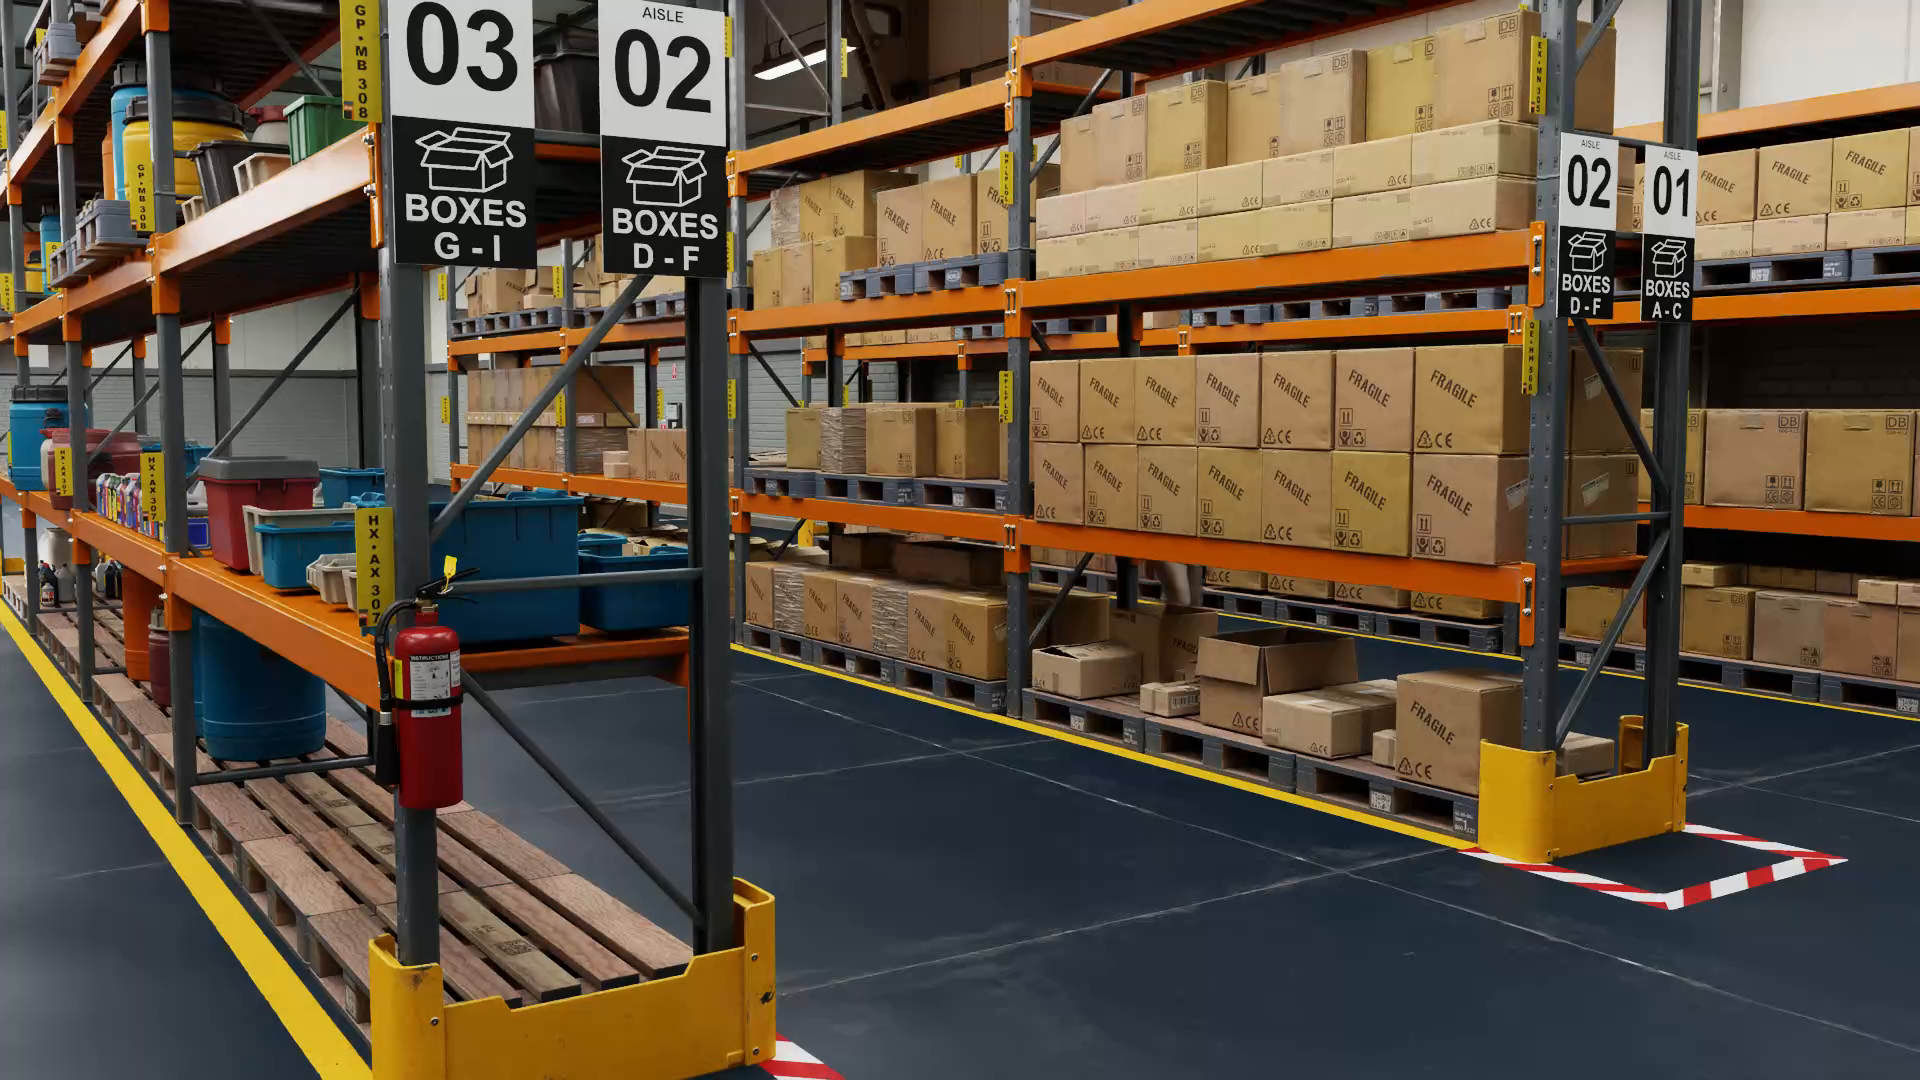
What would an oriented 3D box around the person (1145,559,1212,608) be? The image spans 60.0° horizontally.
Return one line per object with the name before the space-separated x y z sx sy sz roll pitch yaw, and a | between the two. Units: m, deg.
person | 1.696 0.116 12.904 0.534 1.686 0.875 -3 5 -30
